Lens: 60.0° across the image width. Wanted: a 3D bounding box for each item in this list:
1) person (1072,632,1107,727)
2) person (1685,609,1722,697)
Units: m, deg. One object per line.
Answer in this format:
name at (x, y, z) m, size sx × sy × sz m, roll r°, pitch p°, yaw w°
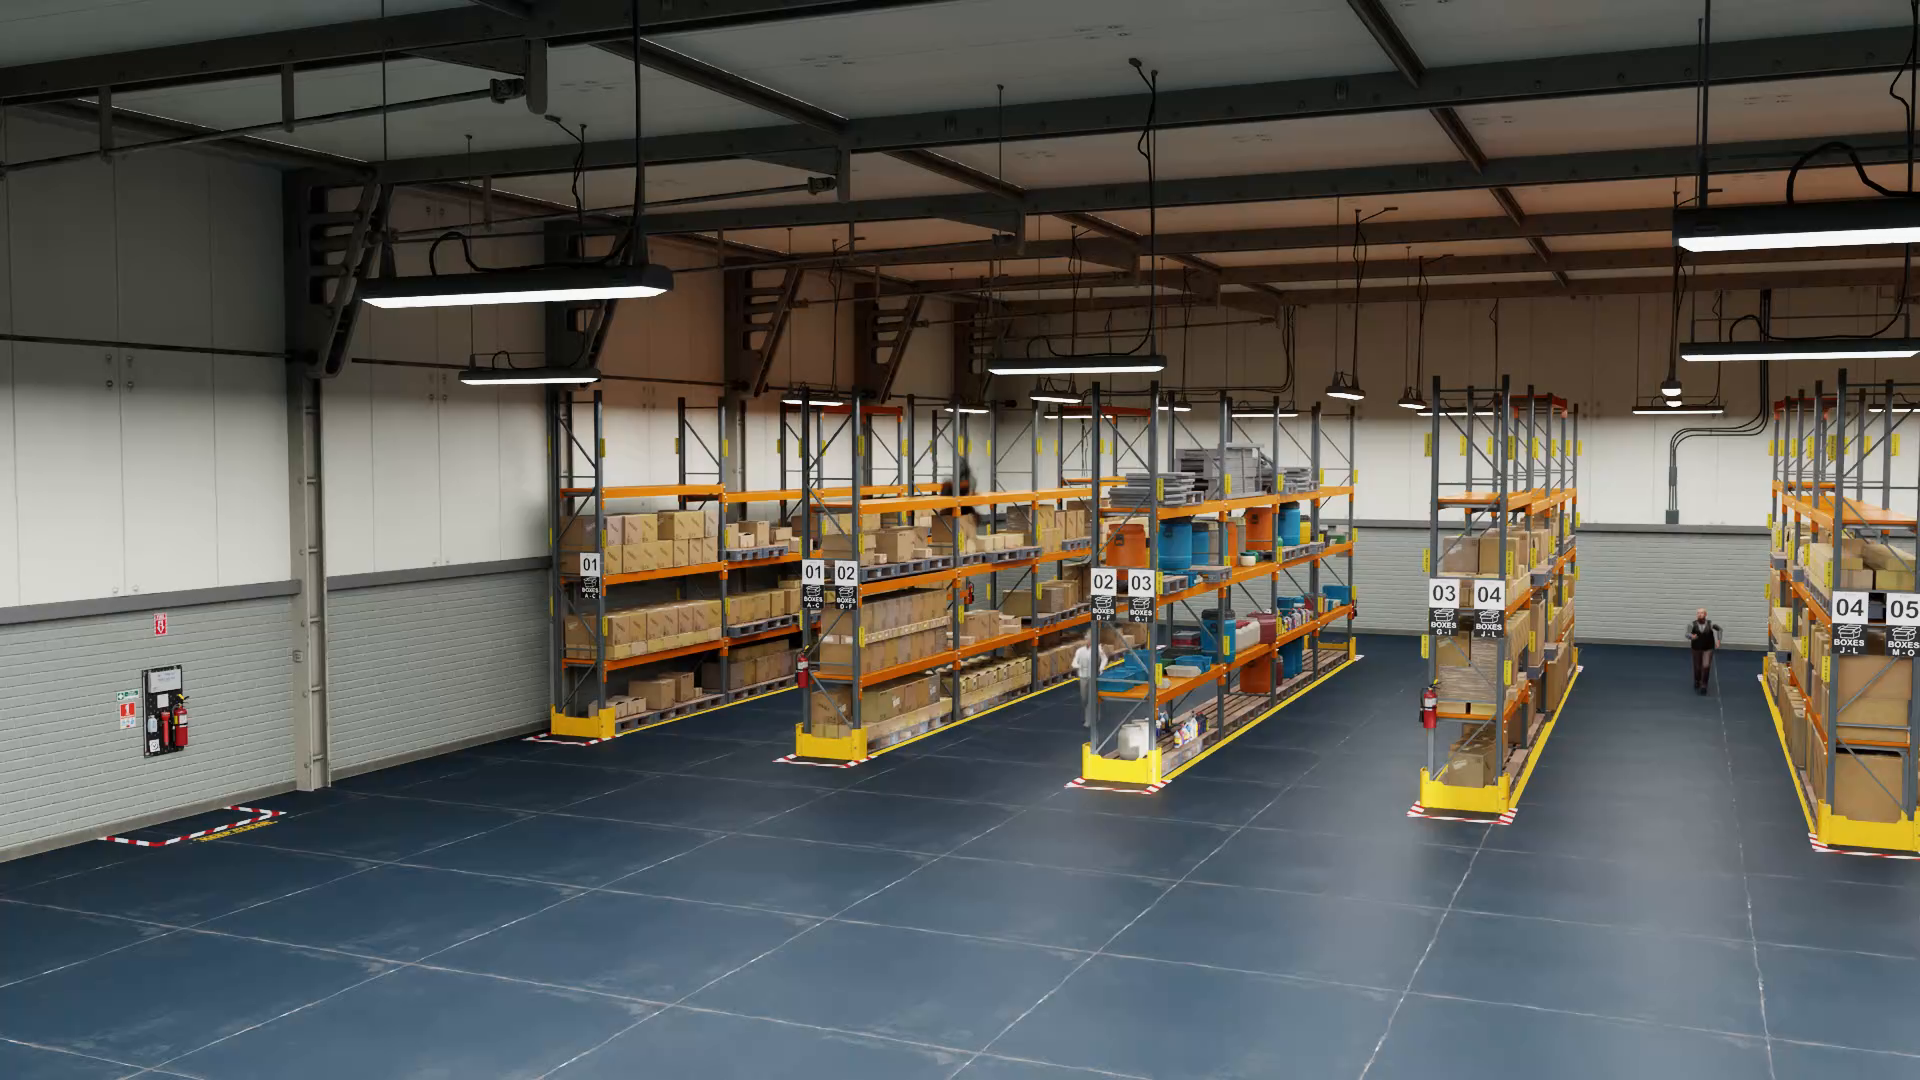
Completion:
person at (2.317, 2.472, 29.883) m, size 0.614 × 1.667 × 0.957 m, roll 1°, pitch 3°, yaw 11°
person at (15.133, 2.276, 33.871) m, size 0.663 × 1.772 × 0.903 m, roll 2°, pitch 4°, yaw 32°
